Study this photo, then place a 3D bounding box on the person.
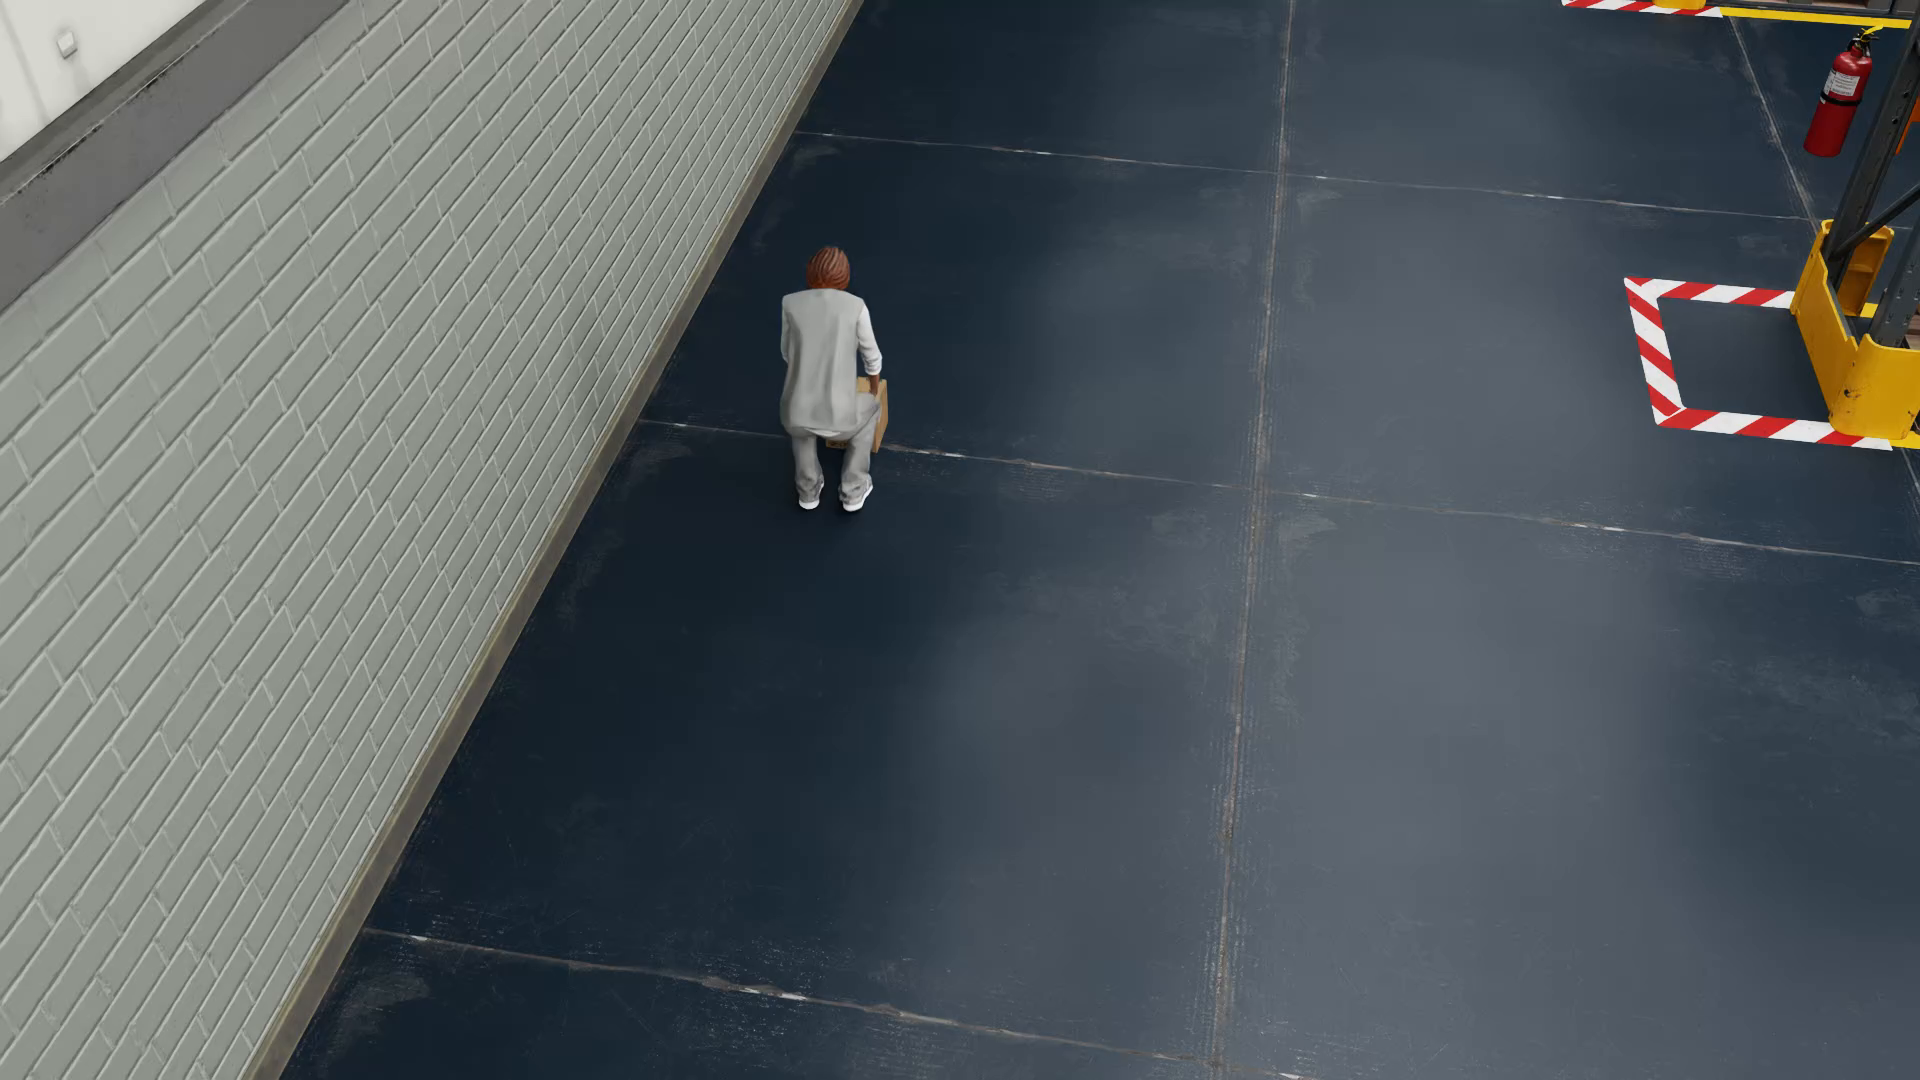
[{"bbox_3d":[-0.595,-0.656,7.297,0.460,1.102,0.745,7,42,8],"label":"person"}]
